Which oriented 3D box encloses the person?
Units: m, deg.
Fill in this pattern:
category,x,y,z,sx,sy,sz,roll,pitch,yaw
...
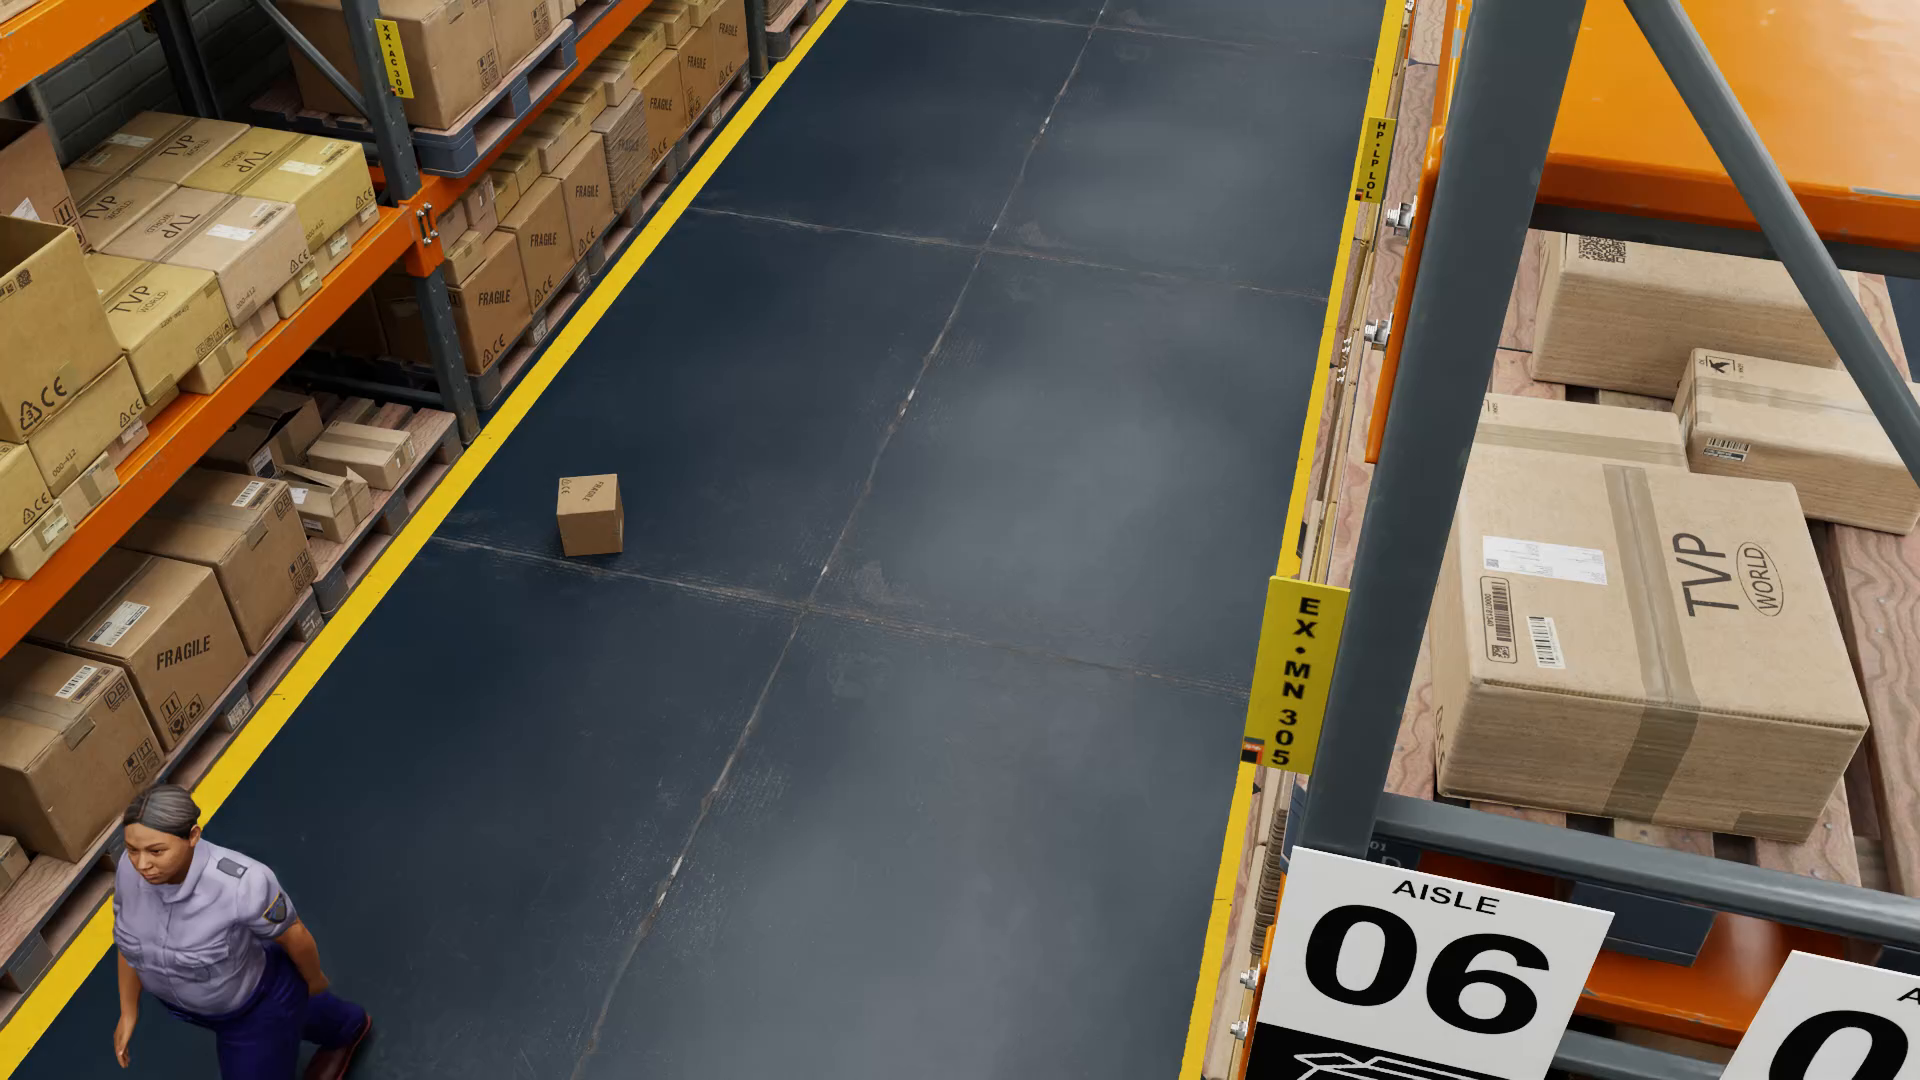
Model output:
category,x,y,z,sx,sy,sz,roll,pitch,yaw
person,-2.102,1.315,4.653,0.482,1.586,0.984,14,43,15
